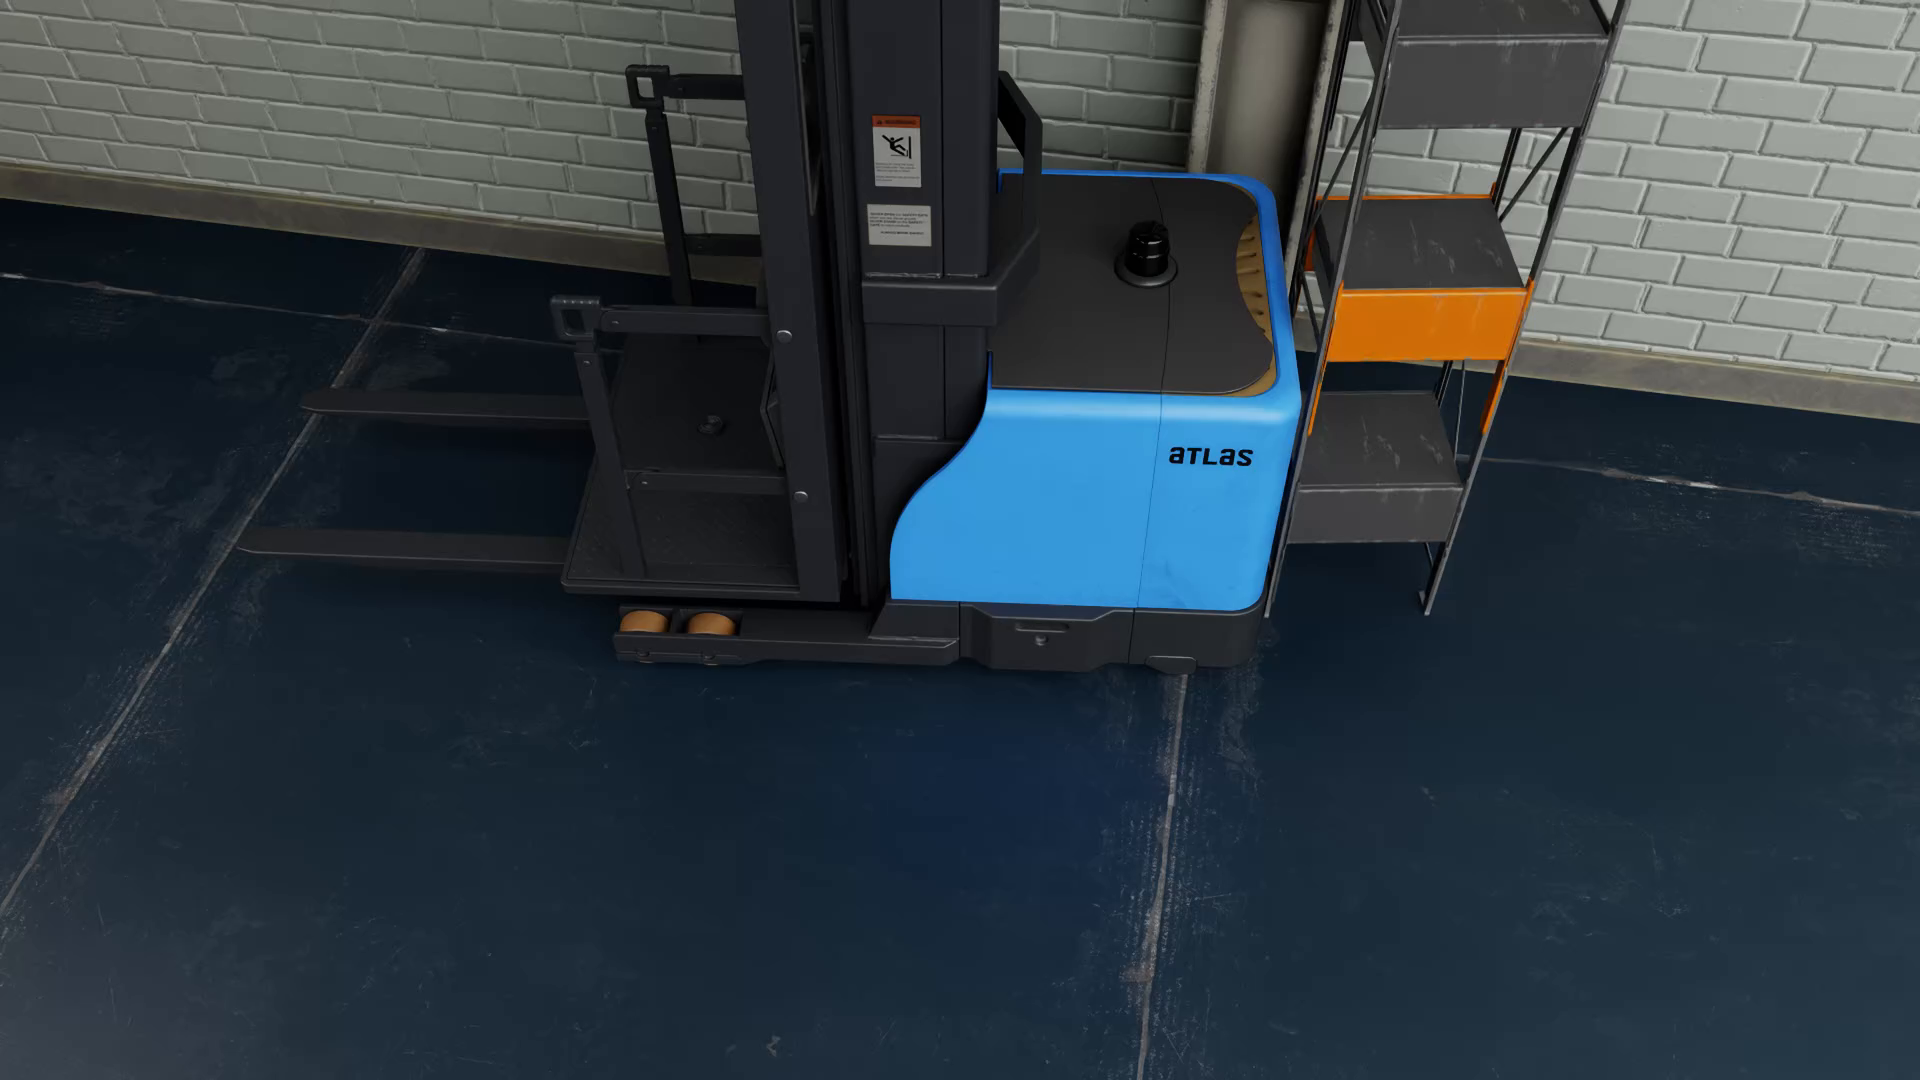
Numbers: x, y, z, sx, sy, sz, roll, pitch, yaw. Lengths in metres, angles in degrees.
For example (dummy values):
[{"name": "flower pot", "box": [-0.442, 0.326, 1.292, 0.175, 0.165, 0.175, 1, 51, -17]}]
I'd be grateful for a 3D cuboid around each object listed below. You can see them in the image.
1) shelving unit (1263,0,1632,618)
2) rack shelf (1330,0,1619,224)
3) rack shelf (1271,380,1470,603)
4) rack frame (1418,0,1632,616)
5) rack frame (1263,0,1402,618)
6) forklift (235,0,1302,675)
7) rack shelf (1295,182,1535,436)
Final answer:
[{"name": "shelving unit", "box": [1.167, -0.617, 4.393, 0.503, 2.100, 0.431, -1, 48, -1]}, {"name": "rack shelf", "box": [1.167, -1.076, 3.883, 0.480, 0.518, 0.431, -1, 48, -1]}, {"name": "rack shelf", "box": [1.167, -0.140, 4.924, 0.480, 0.518, 0.431, -1, 48, -1]}, {"name": "rack frame", "box": [1.411, -0.620, 4.396, 0.015, 2.100, 0.400, -1, 48, -1]}, {"name": "rack frame", "box": [0.923, -0.614, 4.390, 0.015, 2.100, 0.400, -1, 48, -1]}, {"name": "forklift", "box": [-0.622, -1.002, 4.180, 3.031, 2.935, 1.130, 2, 48, 2]}, {"name": "rack shelf", "box": [1.167, -0.608, 4.403, 0.480, 0.518, 0.431, -1, 48, -1]}]
